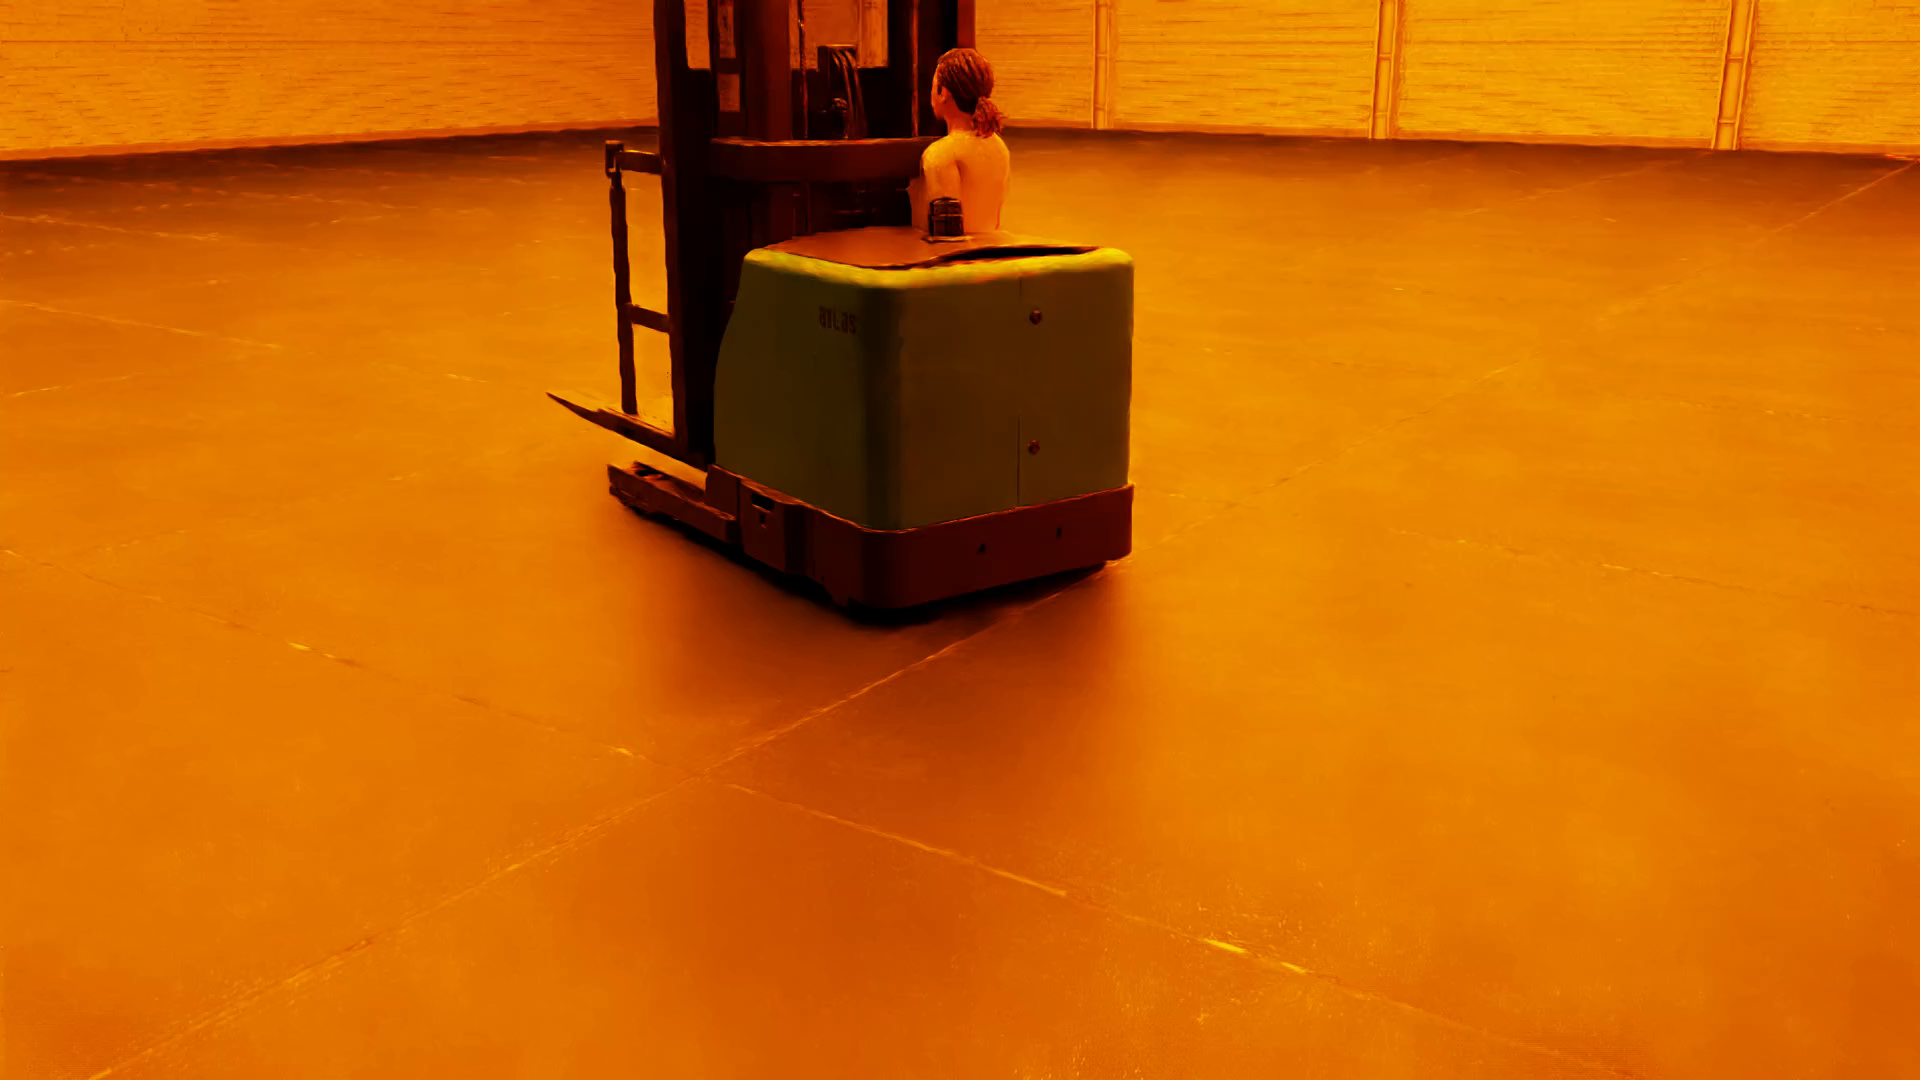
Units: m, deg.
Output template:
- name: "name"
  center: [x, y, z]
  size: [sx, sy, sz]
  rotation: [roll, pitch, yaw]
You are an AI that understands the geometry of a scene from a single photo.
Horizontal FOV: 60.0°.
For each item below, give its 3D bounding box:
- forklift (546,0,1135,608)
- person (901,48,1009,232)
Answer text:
- name: "forklift"
  center: [-0.691, -1.558, 6.043]
  size: [1.130, 2.935, 3.031]
  rotation: [-12, 20, -34]
- name: "person"
  center: [-0.049, -0.825, 5.735]
  size: [0.465, 1.673, 0.432]
  rotation: [11, 20, 33]
